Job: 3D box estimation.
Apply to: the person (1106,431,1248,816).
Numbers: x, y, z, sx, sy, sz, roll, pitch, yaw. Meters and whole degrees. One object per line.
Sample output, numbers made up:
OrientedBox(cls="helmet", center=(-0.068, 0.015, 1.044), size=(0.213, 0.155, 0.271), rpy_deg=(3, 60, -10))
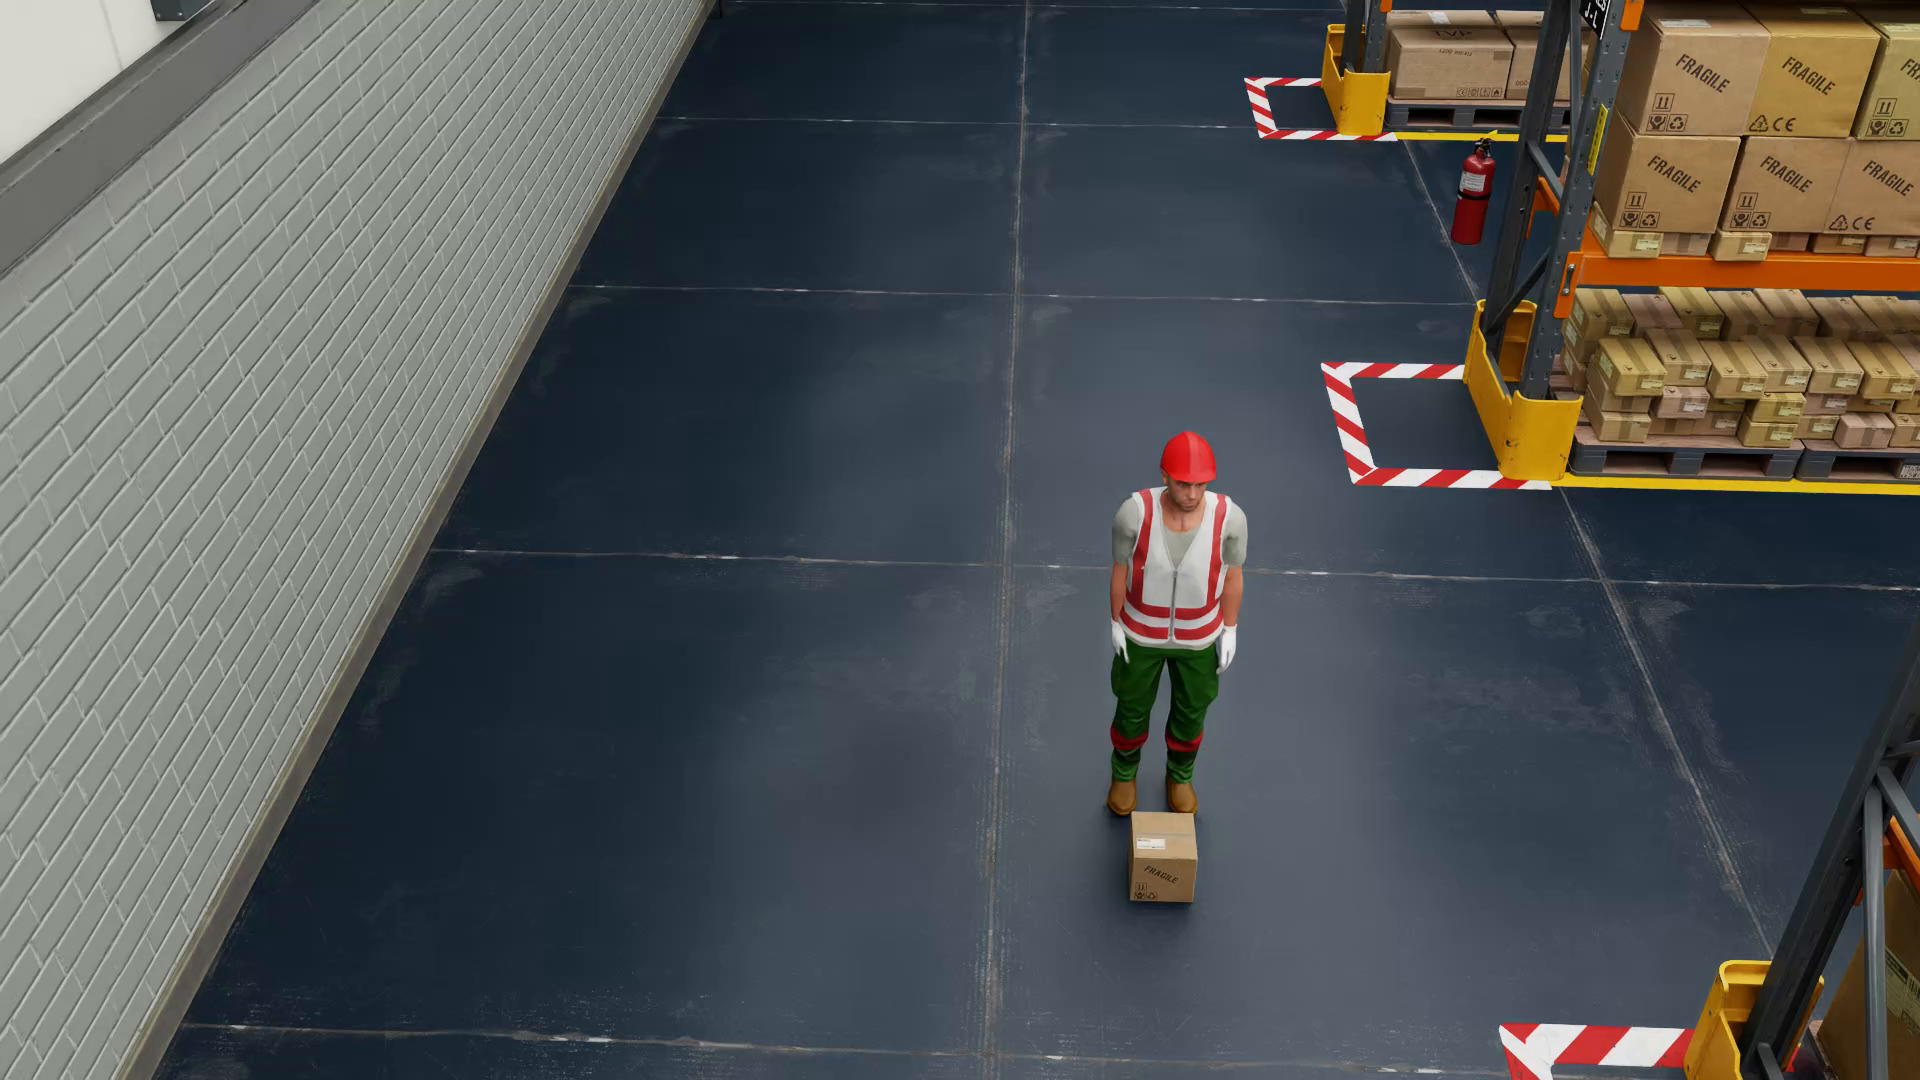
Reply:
OrientedBox(cls="person", center=(0.841, 0.357, 6.595), size=(0.524, 1.786, 0.337), rpy_deg=(2, 35, 3))
